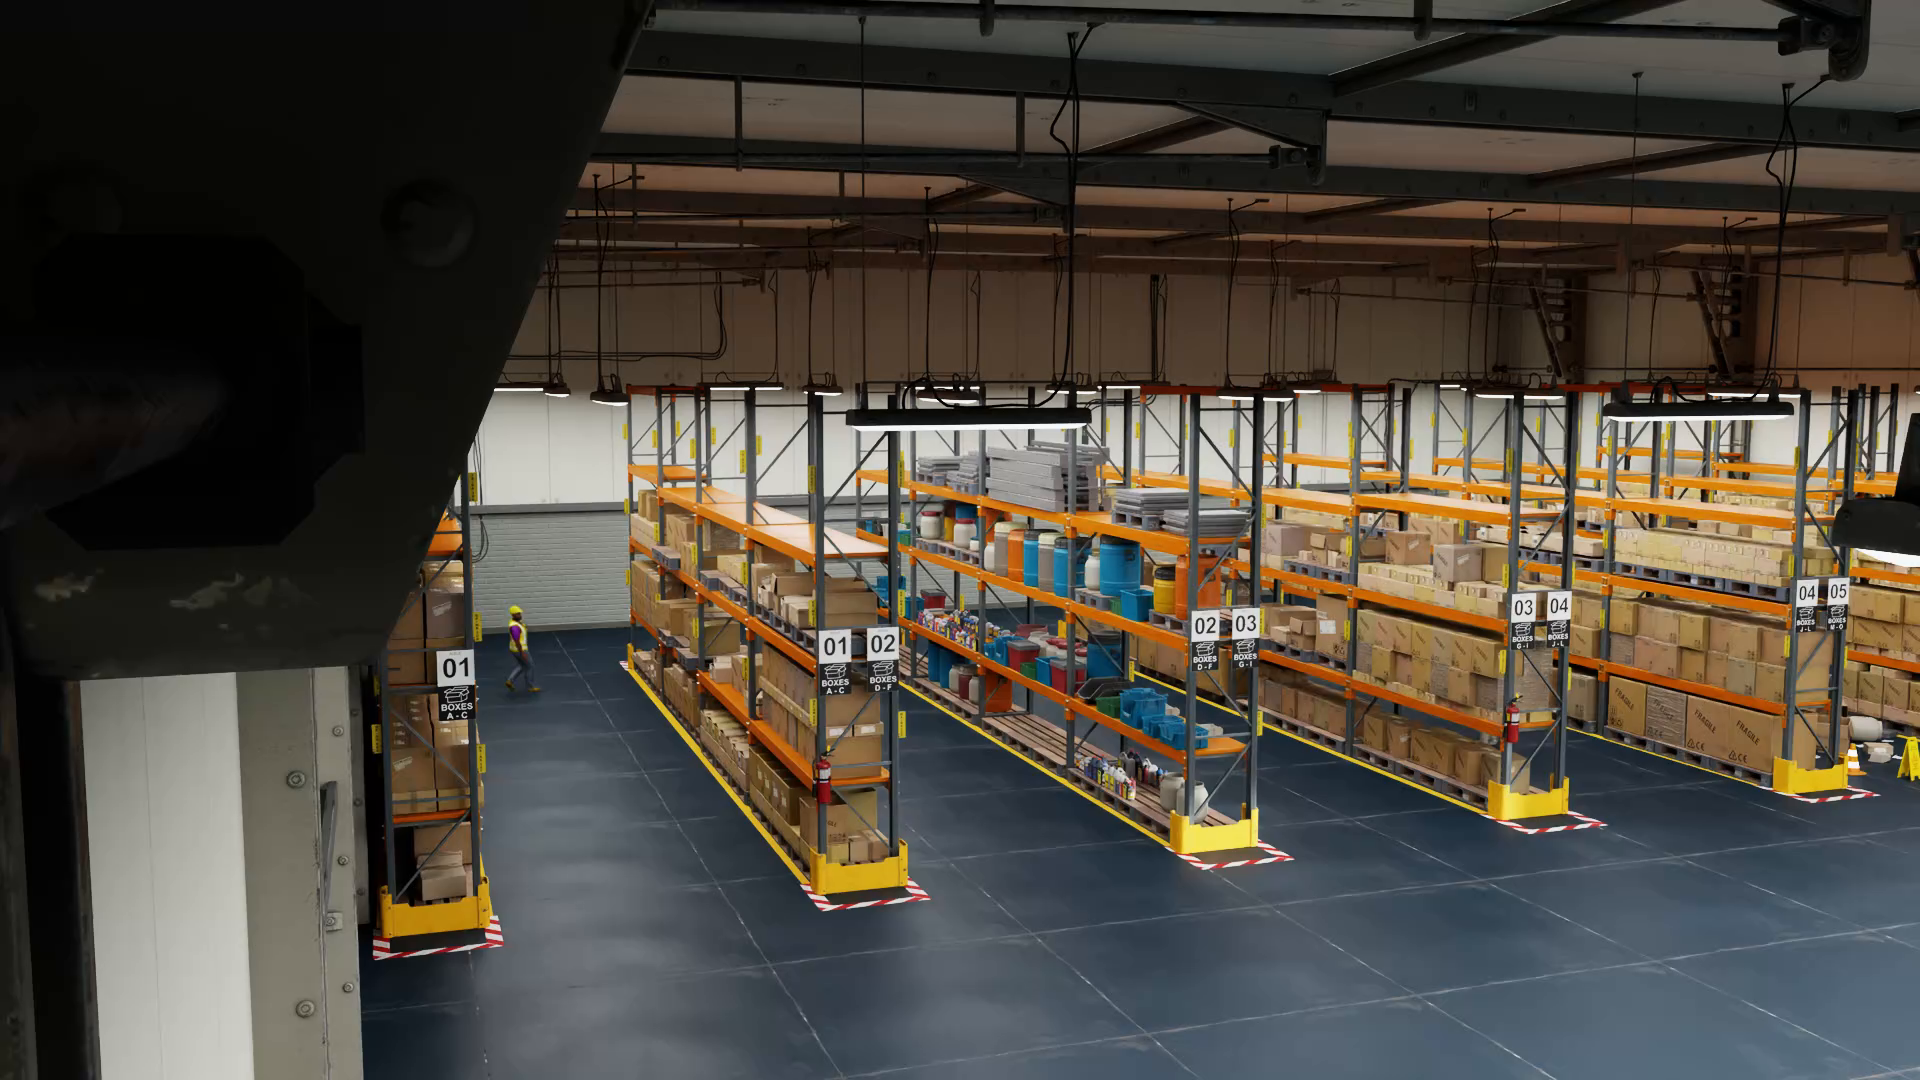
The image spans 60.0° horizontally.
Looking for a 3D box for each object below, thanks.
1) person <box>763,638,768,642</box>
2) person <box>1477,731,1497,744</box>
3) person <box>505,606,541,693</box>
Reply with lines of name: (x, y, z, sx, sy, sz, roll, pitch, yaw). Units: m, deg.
person: (-3.644, 1.973, 32.795, 0.495, 1.666, 0.509, -2, 6, -16)
person: (8.852, 2.635, 27.872, 0.586, 1.811, 0.573, 1, 6, 7)
person: (-8.527, 2.132, 32.469, 0.677, 1.731, 0.607, -3, 7, -29)
